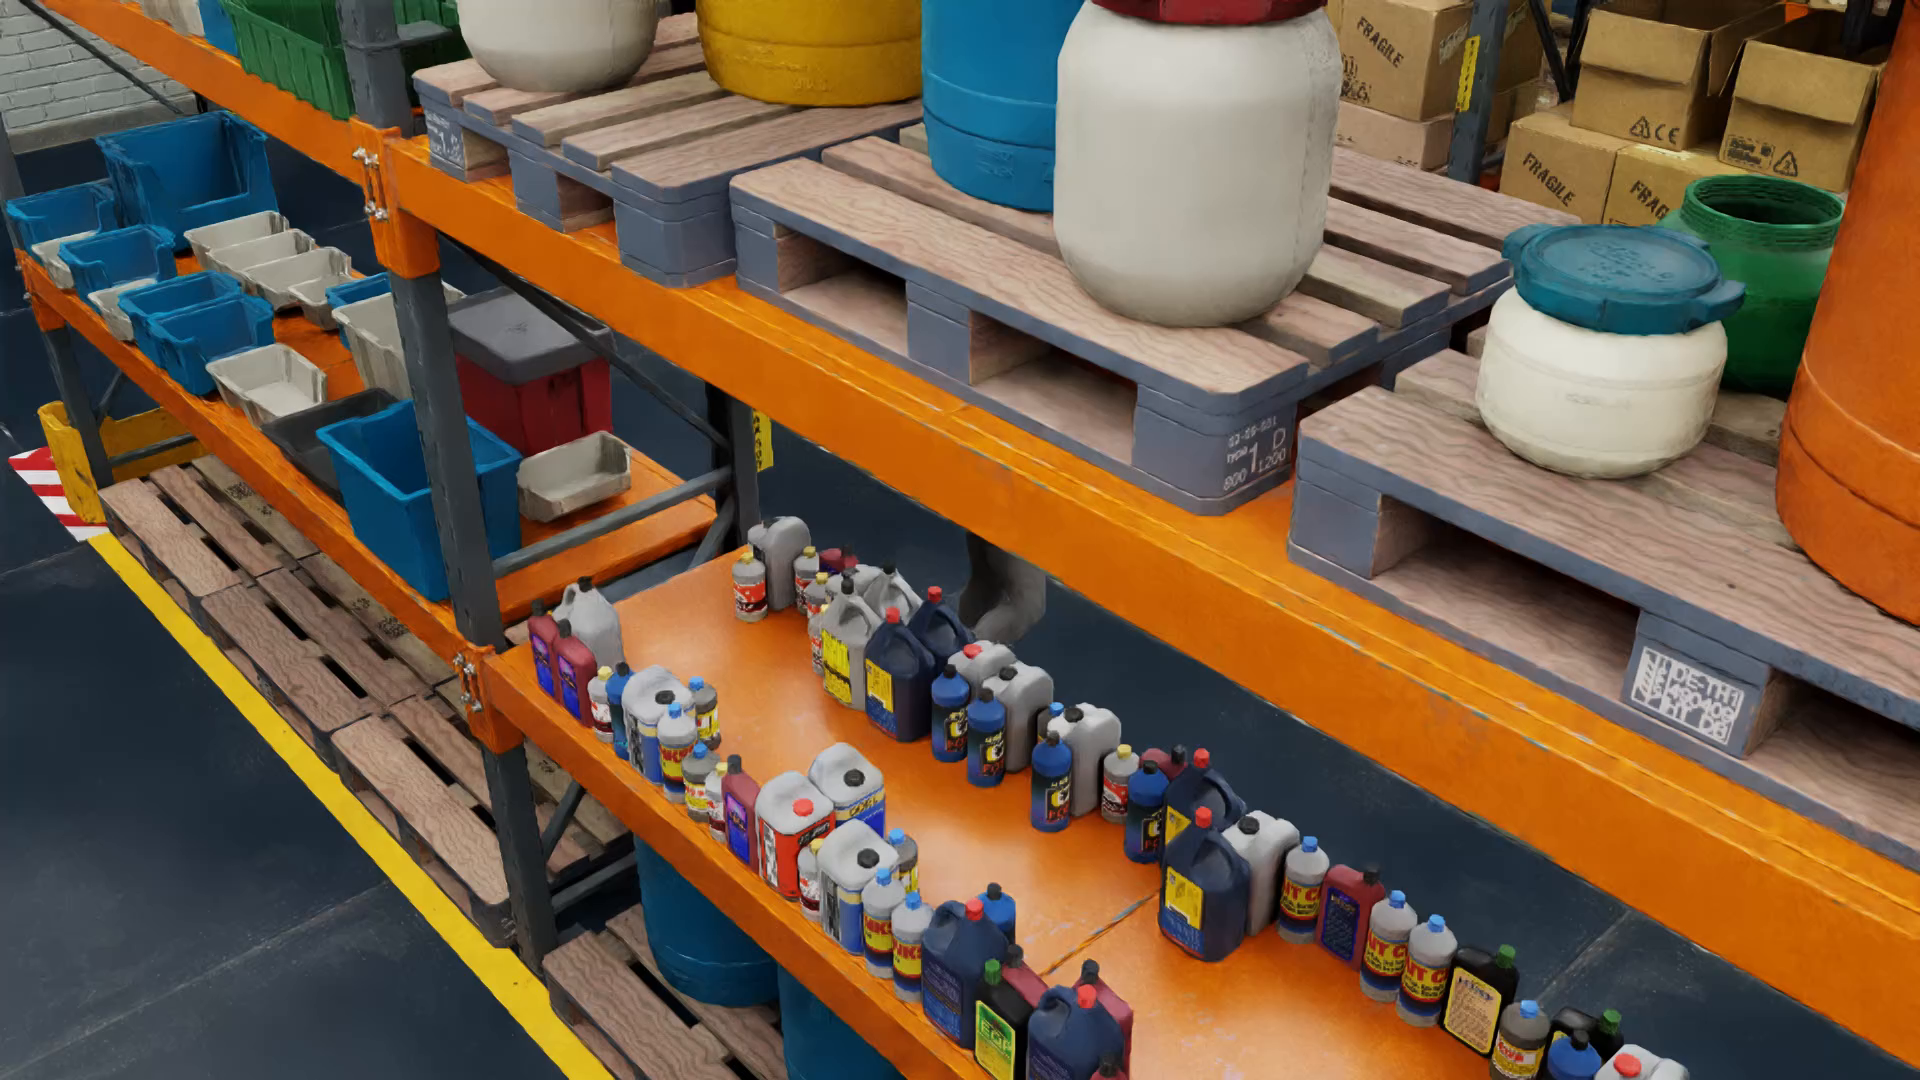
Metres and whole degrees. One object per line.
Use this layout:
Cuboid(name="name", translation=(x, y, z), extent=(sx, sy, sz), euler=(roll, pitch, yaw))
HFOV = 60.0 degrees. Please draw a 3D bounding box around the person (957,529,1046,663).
Cuboid(name="person", translation=(0.121, -0.103, 6.270), extent=(0.450, 1.656, 0.637), euler=(-3, 32, -5))
